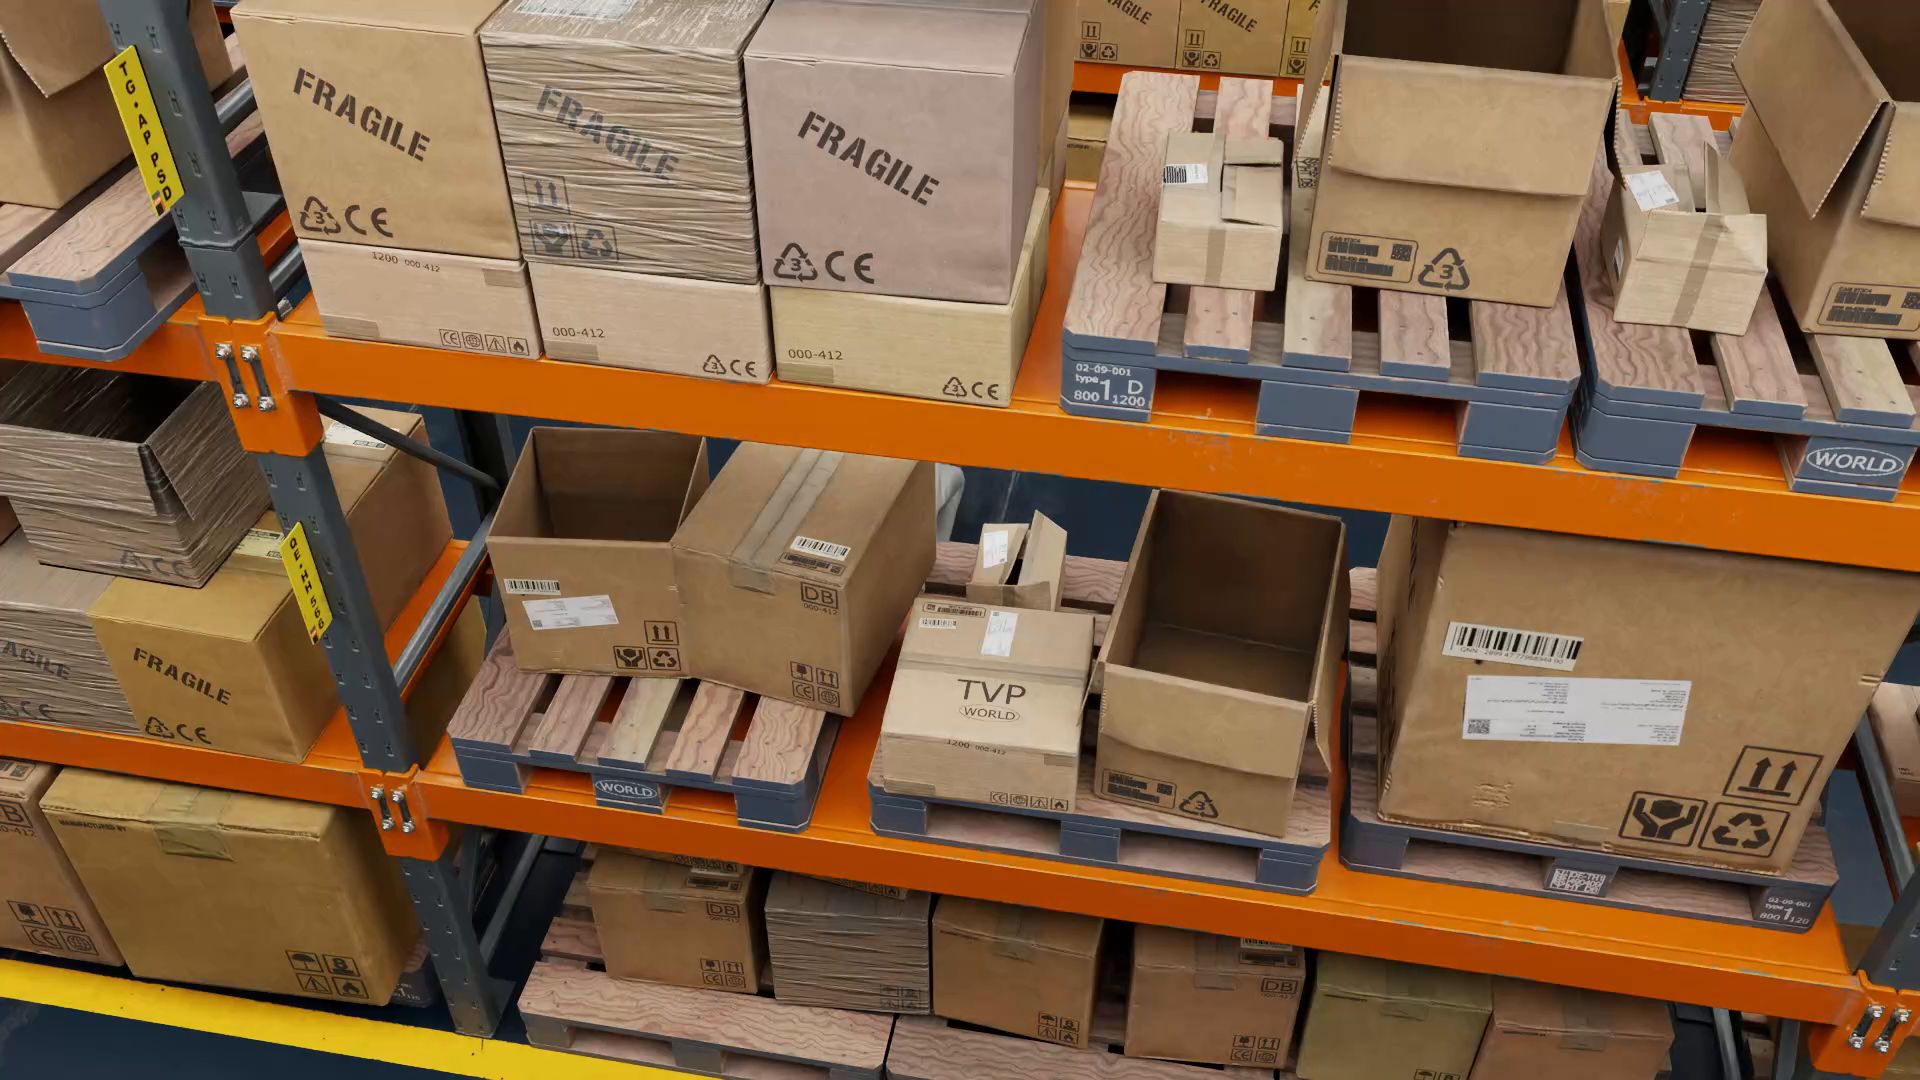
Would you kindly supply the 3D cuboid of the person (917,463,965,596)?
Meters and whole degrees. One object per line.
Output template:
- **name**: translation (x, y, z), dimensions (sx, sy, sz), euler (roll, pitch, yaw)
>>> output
- **person**: translation (-0.220, -0.266, 7.040), dimensions (0.468, 0.931, 0.852), euler (5, 41, 6)
